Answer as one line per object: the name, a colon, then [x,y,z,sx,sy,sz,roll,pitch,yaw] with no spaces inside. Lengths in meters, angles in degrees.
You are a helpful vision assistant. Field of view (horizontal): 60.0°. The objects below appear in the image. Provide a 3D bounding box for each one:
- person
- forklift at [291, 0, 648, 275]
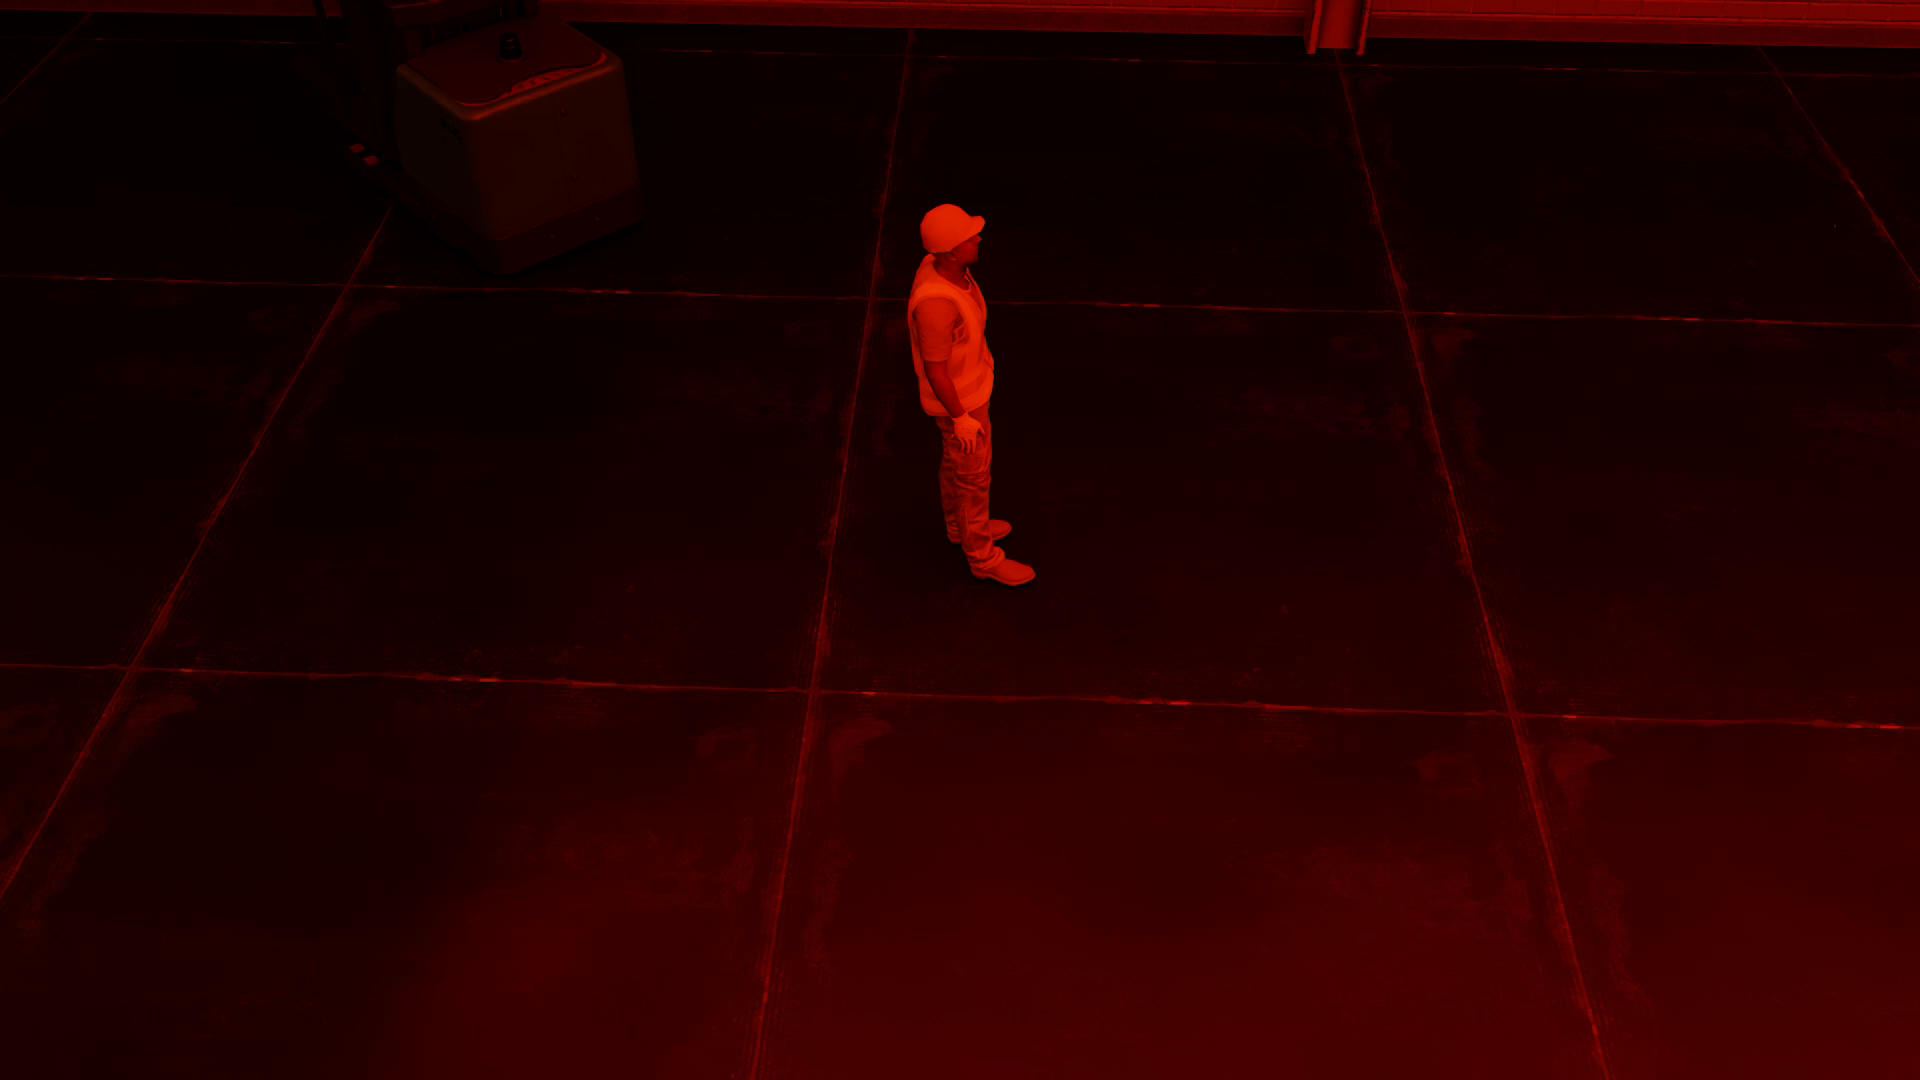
person: [0.071,-0.656,7.301,0.577,1.782,0.656,2,42,2]
forklift: [-3.215,-3.505,9.582,1.130,2.935,3.031,-31,51,-29]
